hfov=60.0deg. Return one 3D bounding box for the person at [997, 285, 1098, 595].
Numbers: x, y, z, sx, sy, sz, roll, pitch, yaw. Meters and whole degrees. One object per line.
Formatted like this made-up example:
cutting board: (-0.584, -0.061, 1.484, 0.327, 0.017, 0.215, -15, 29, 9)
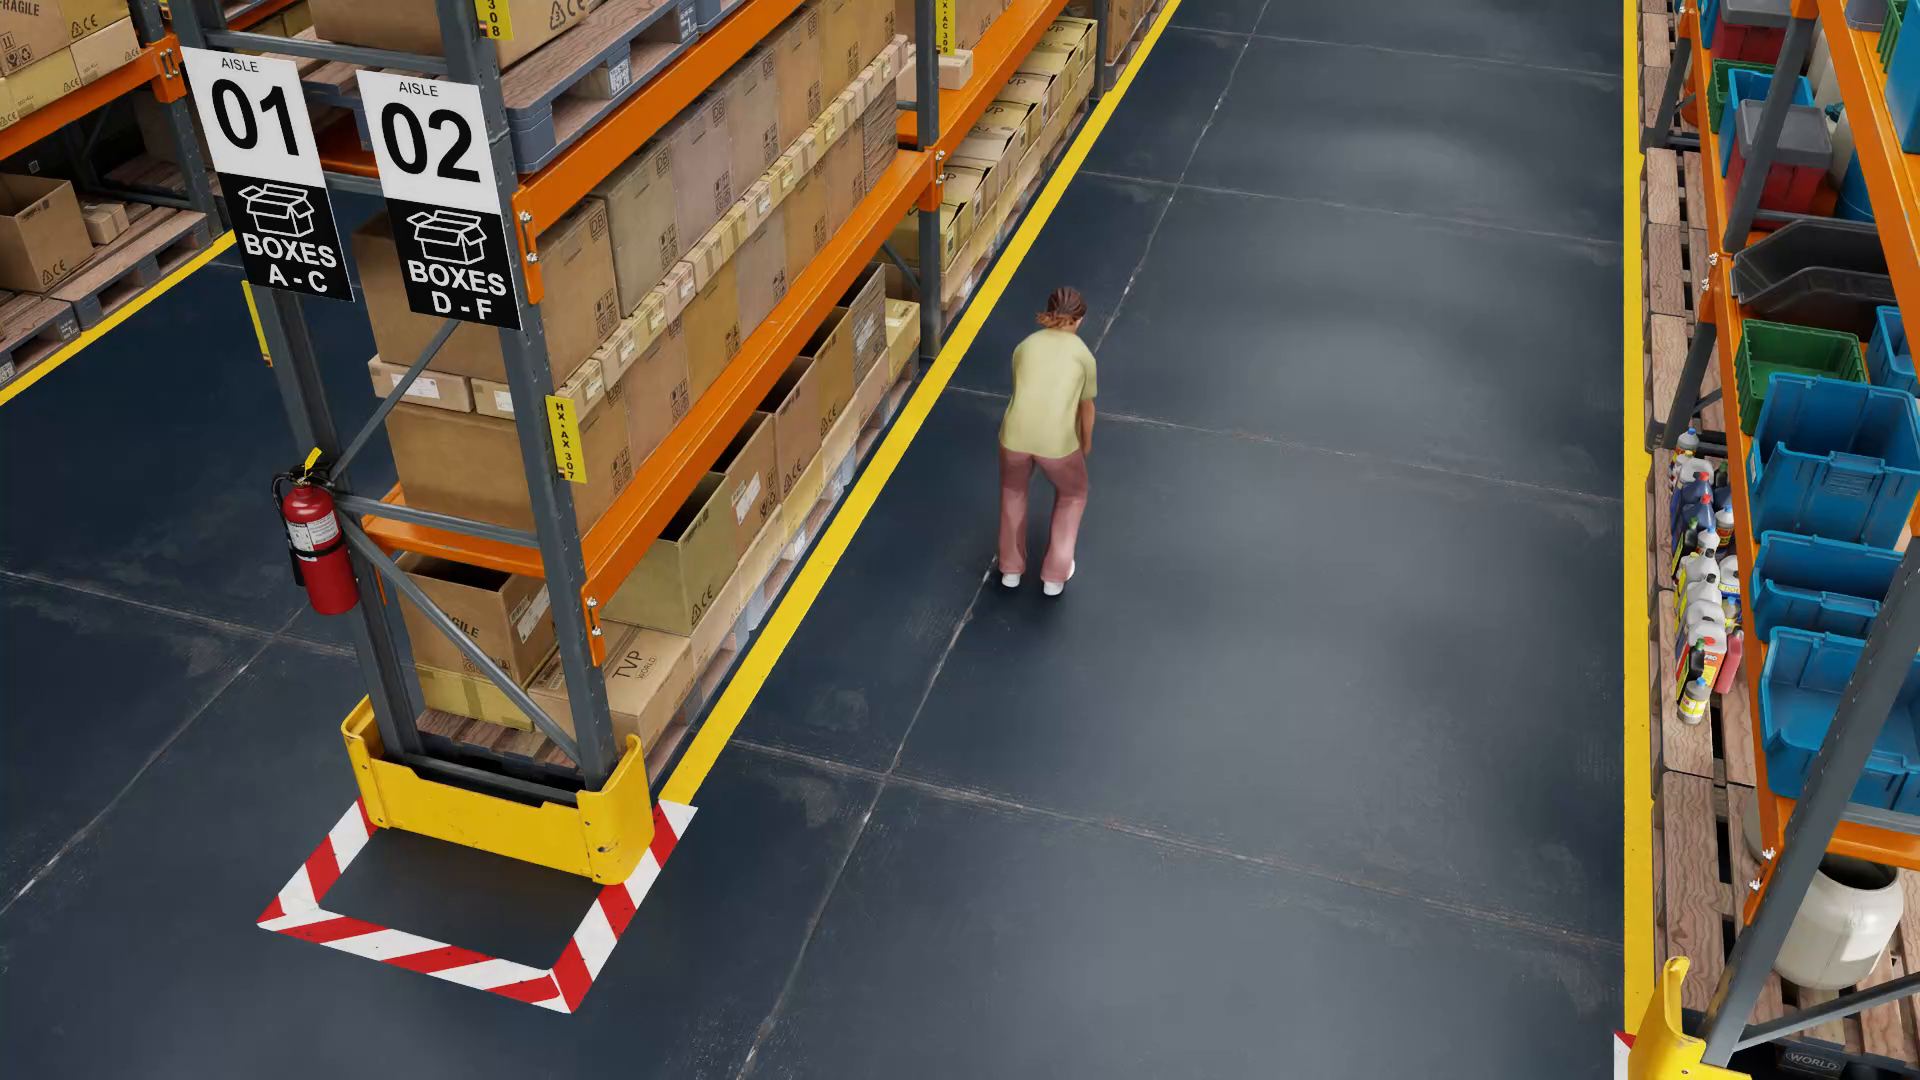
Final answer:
person: (0.423, -0.461, 7.806, 0.420, 1.310, 0.806, 10, 38, 12)
